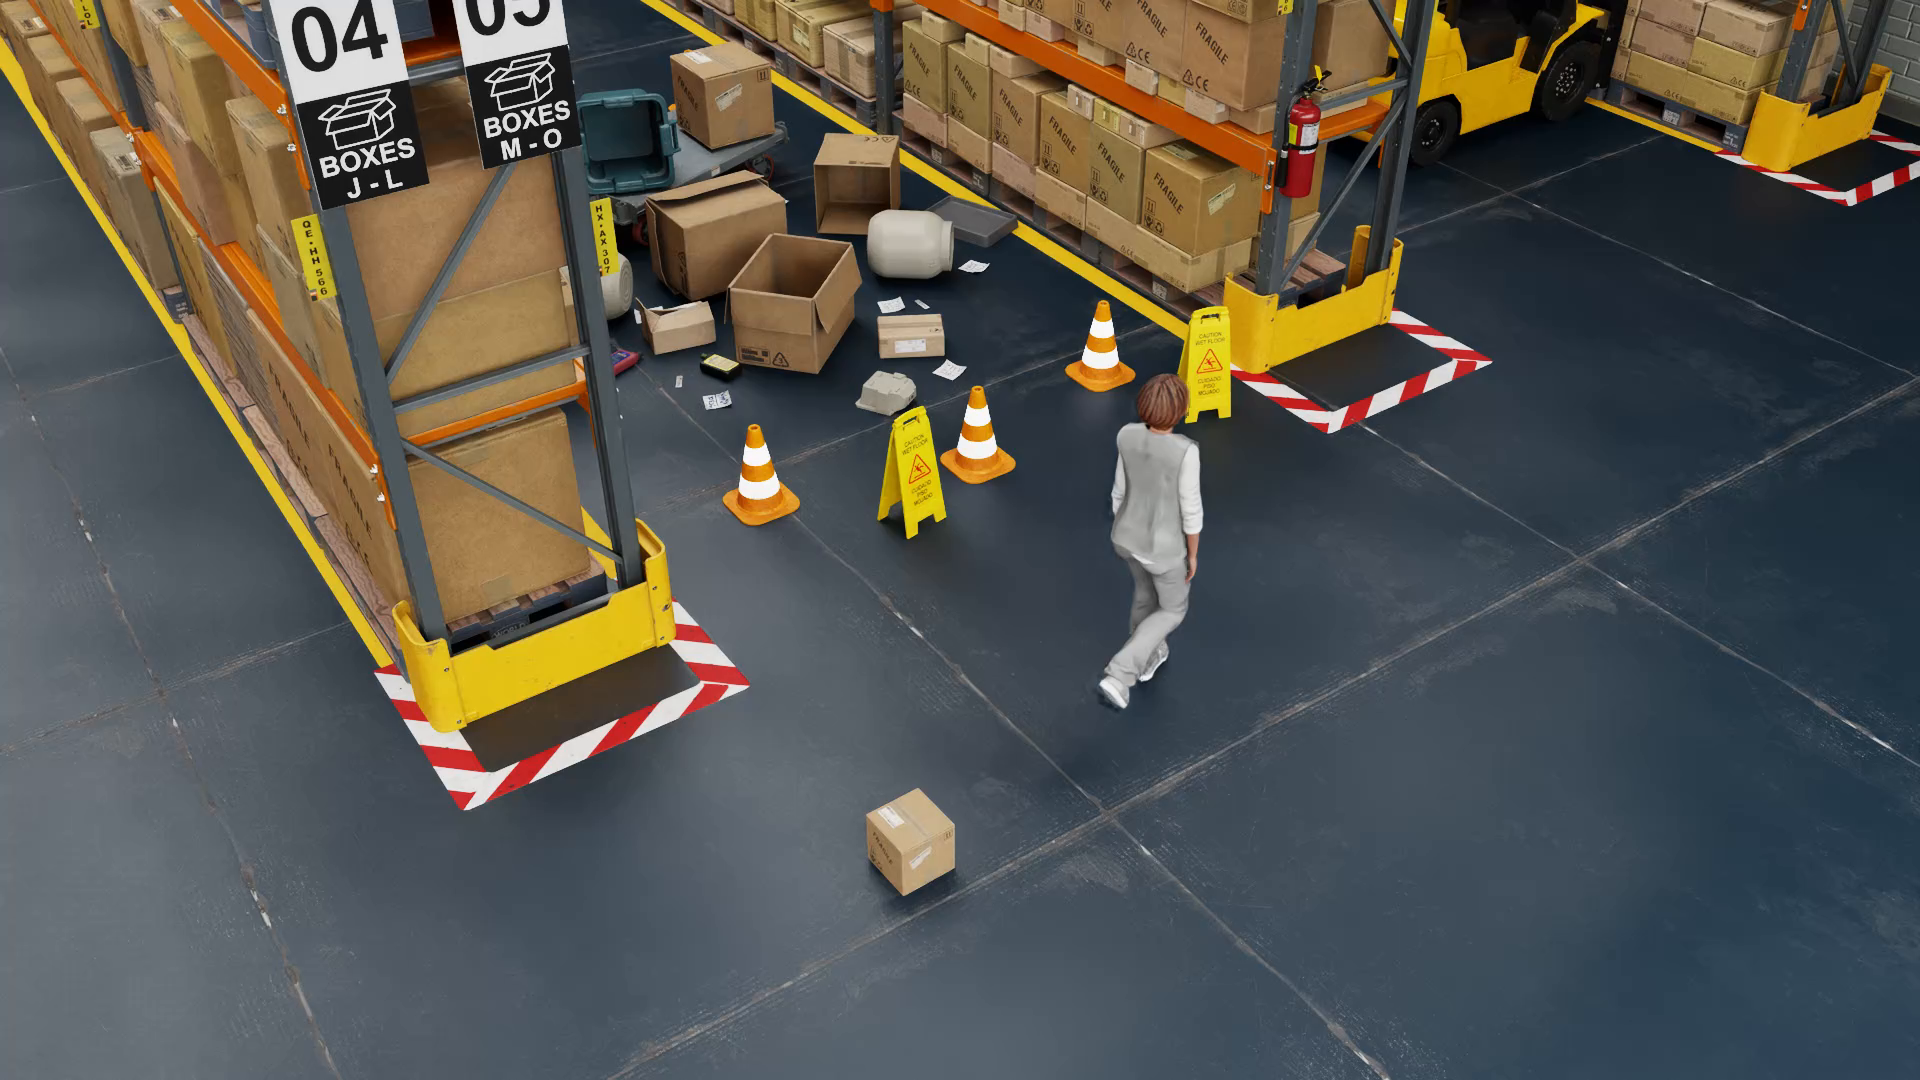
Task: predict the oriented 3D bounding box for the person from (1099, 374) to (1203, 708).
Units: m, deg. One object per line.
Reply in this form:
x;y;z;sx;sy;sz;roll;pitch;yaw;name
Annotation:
0.773;0.043;6.921;0.424;1.578;0.666;26;44;30;person
